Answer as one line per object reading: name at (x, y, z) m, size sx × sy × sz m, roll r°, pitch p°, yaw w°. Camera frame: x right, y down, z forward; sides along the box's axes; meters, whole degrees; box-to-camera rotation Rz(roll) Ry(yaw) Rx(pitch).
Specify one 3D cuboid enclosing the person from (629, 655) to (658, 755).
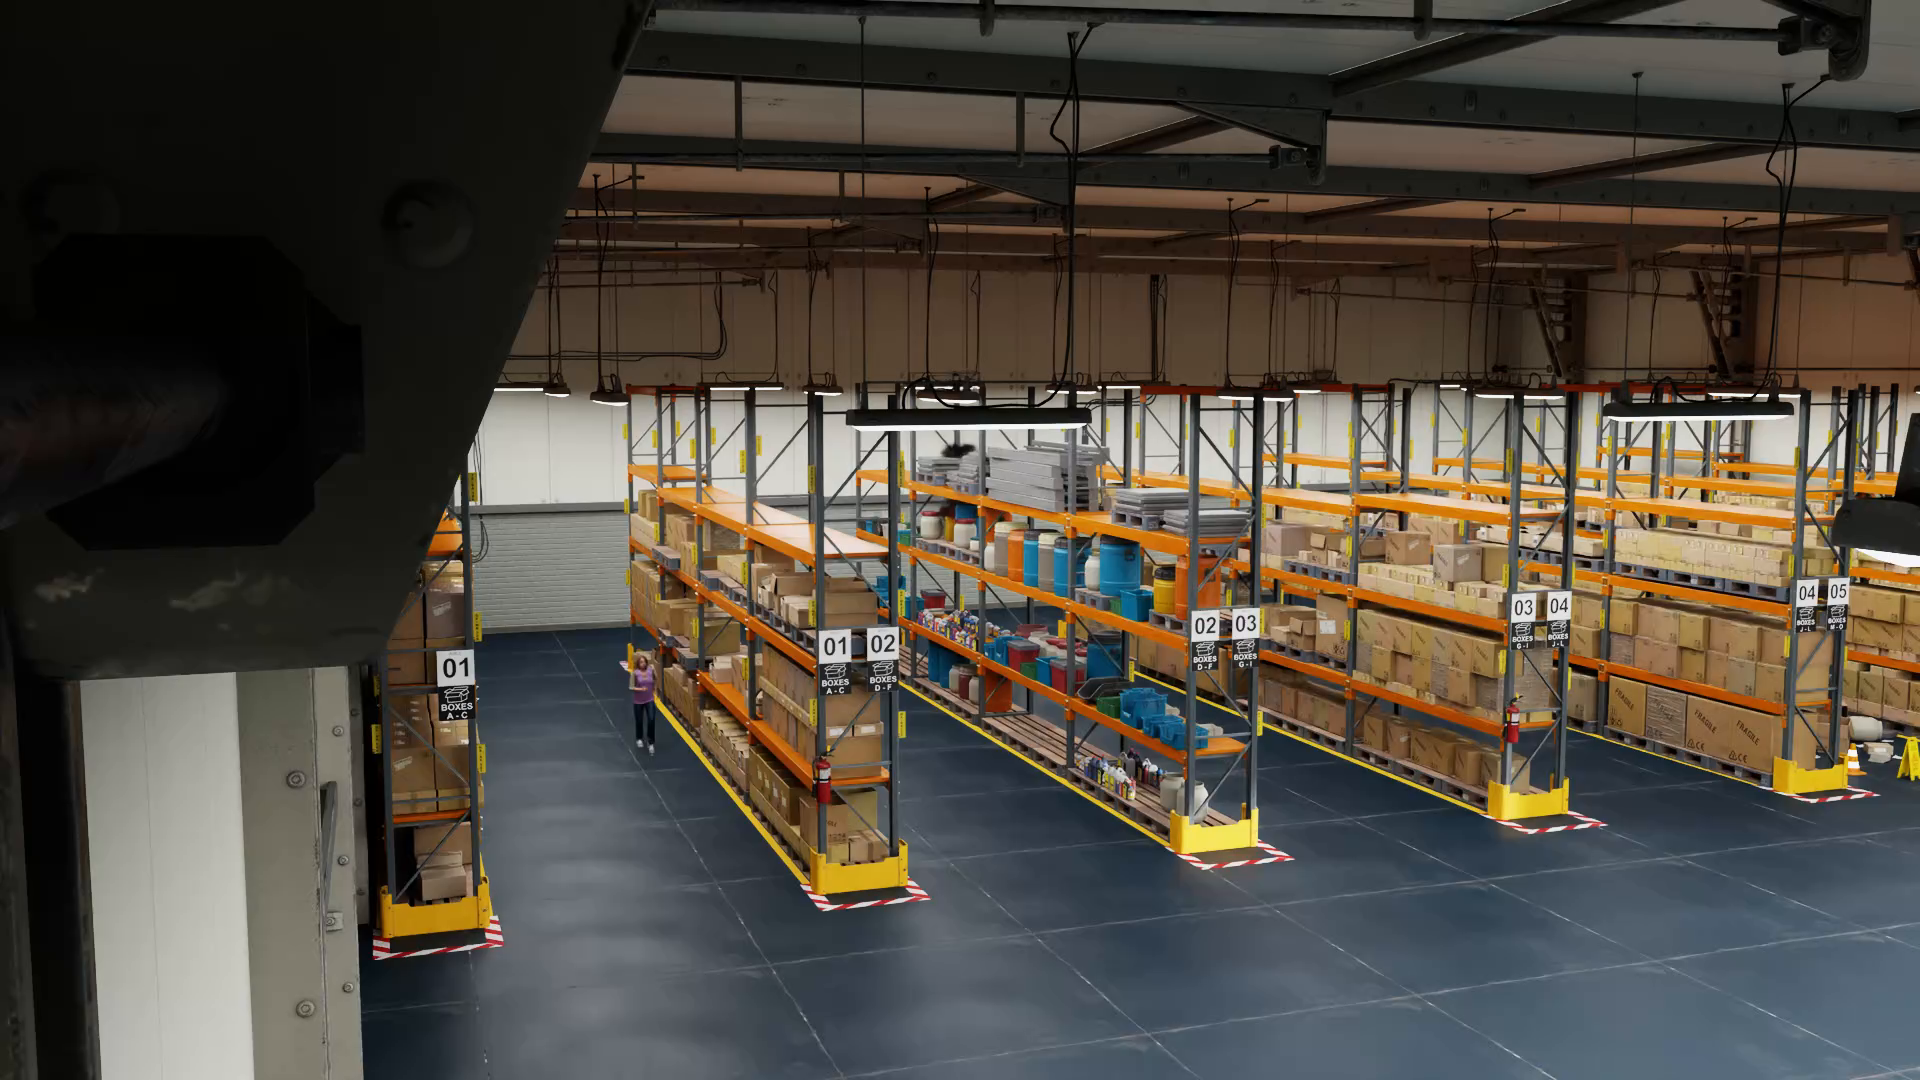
person at (-5.206, 2.704, 27.416) m, size 0.504 × 1.638 × 0.711 m, roll -2°, pitch 6°, yaw -18°

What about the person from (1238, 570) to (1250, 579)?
person at (6.966, 1.263, 41.100) m, size 0.653 × 1.677 × 0.615 m, roll 5°, pitch 8°, yaw 42°
